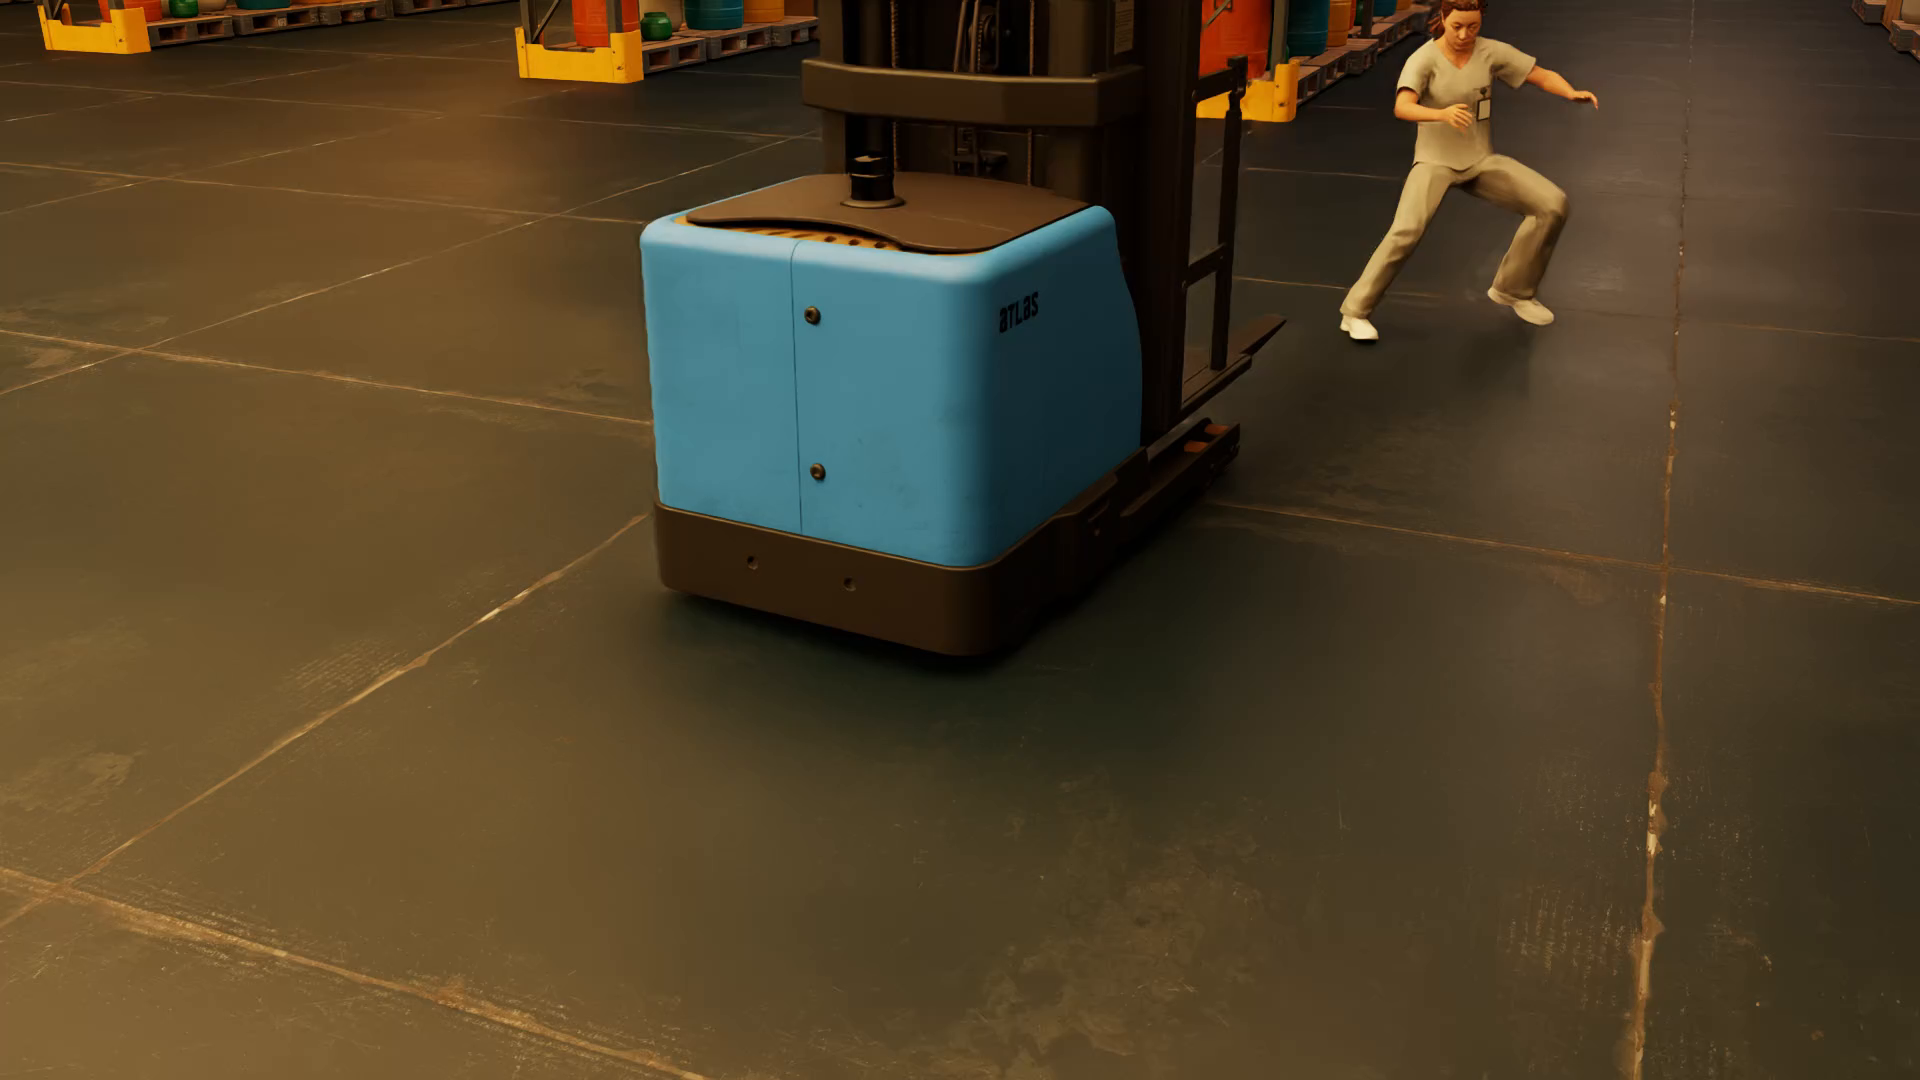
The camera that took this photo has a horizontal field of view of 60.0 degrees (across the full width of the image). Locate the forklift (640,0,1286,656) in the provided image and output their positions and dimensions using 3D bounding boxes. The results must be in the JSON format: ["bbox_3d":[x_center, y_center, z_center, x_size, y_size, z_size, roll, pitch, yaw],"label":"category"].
[{"bbox_3d":[0.297,-1.587,5.090,1.130,2.935,3.031,12,25,26],"label":"forklift"}]

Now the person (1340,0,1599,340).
[{"bbox_3d":[2.129,-1.591,7.012,0.947,1.451,0.681,-1,23,-1],"label":"person"}]
